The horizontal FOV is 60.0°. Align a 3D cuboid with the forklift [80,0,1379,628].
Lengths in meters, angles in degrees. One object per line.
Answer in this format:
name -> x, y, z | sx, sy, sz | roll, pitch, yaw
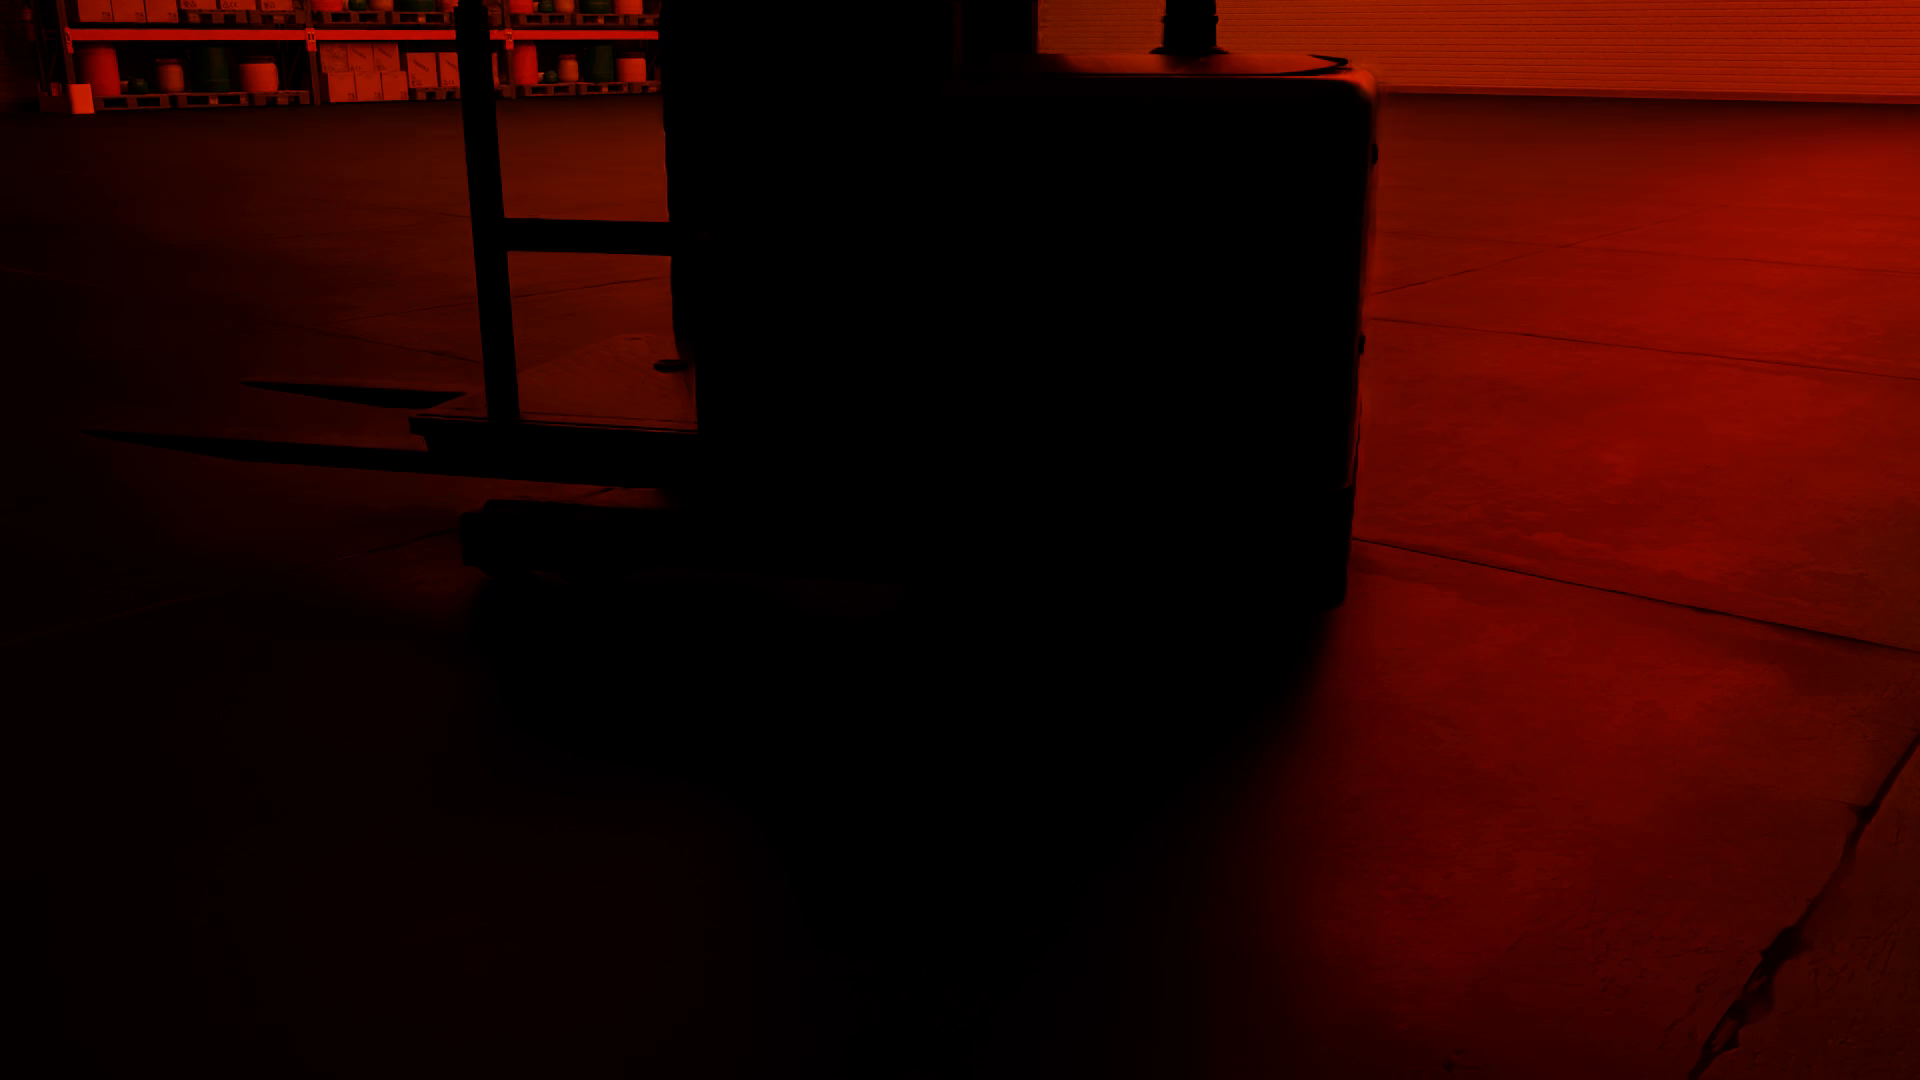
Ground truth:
forklift -> -0.601, -1.442, 3.648 | 3.031, 2.935, 1.130 | 4, 17, 14
